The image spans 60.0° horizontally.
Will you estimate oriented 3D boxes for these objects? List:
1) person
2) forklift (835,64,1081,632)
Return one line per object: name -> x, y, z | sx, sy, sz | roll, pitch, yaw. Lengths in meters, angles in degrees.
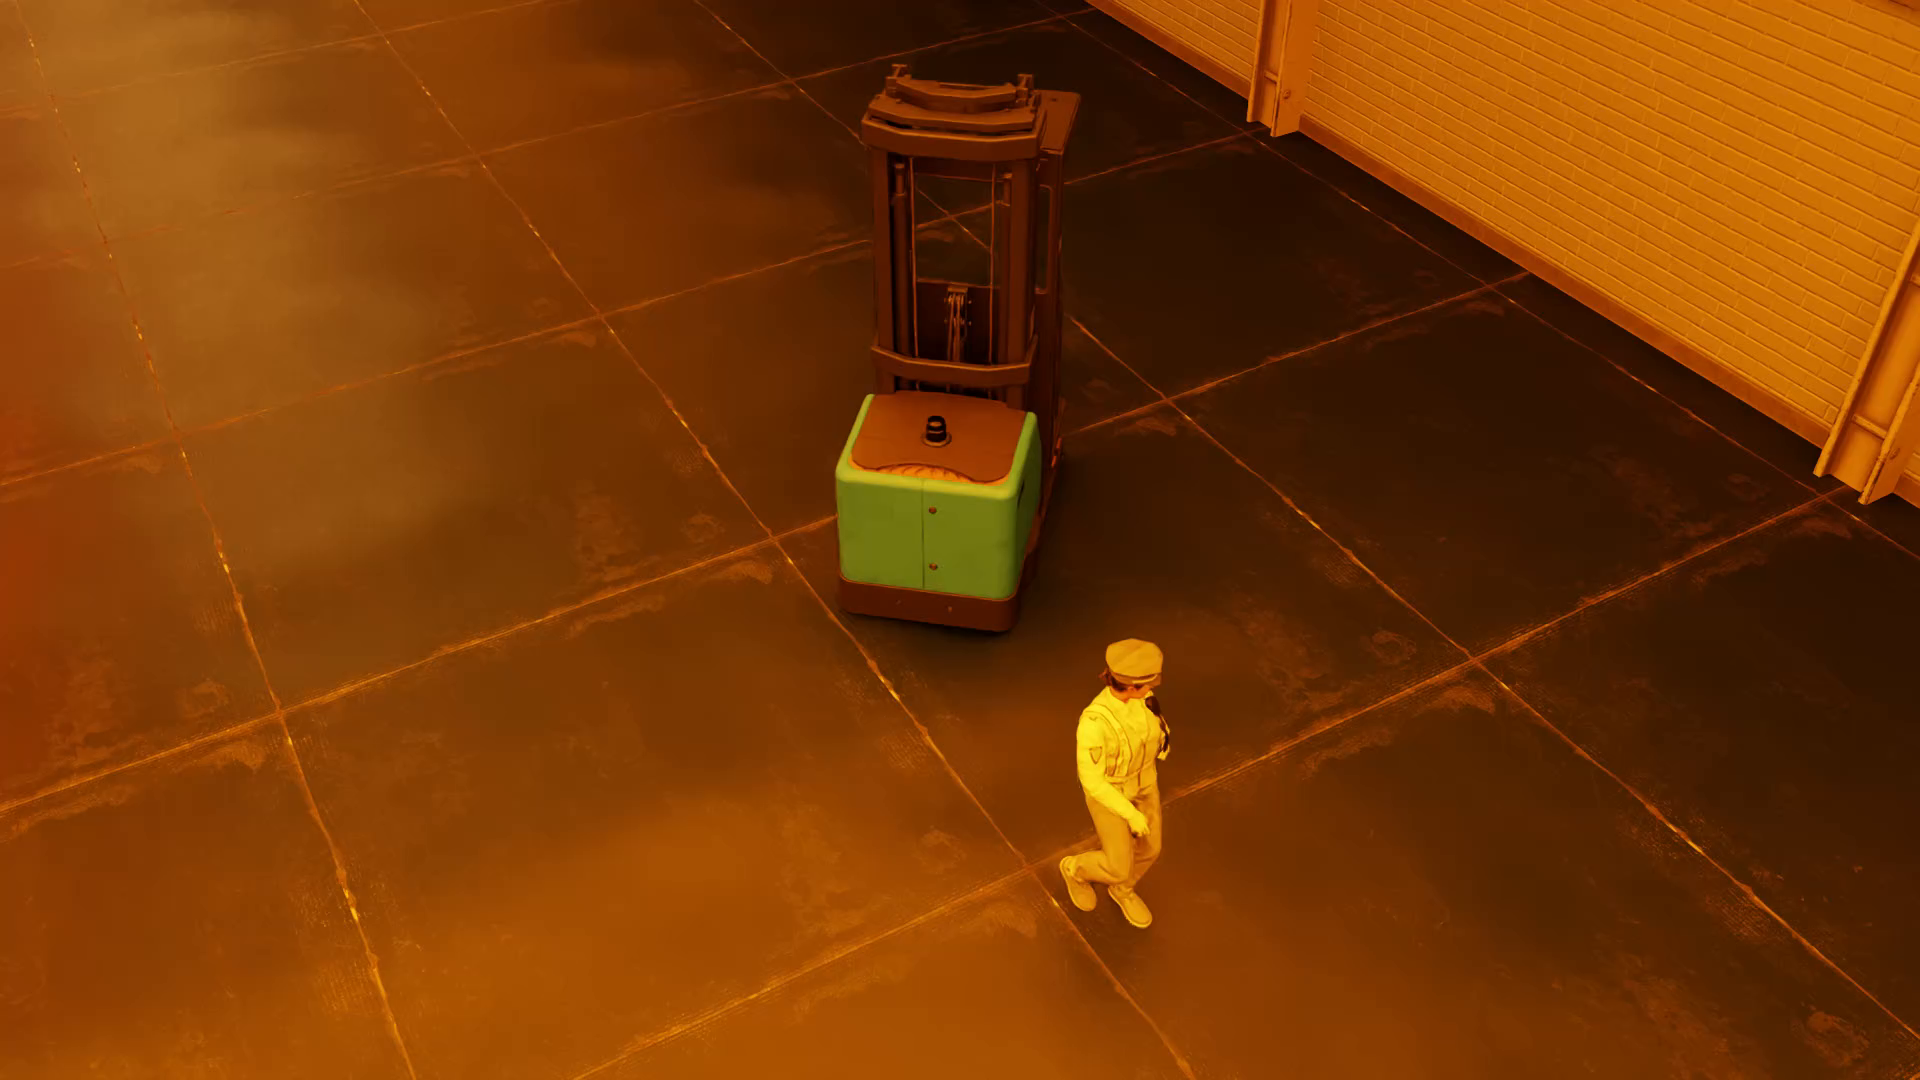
person -> 0.798, 1.138, 7.695 | 0.680, 1.628, 0.487 | -28, 47, -30
forklift -> 0.077, -1.544, 9.898 | 1.130, 2.935, 3.031 | 7, 40, 8
